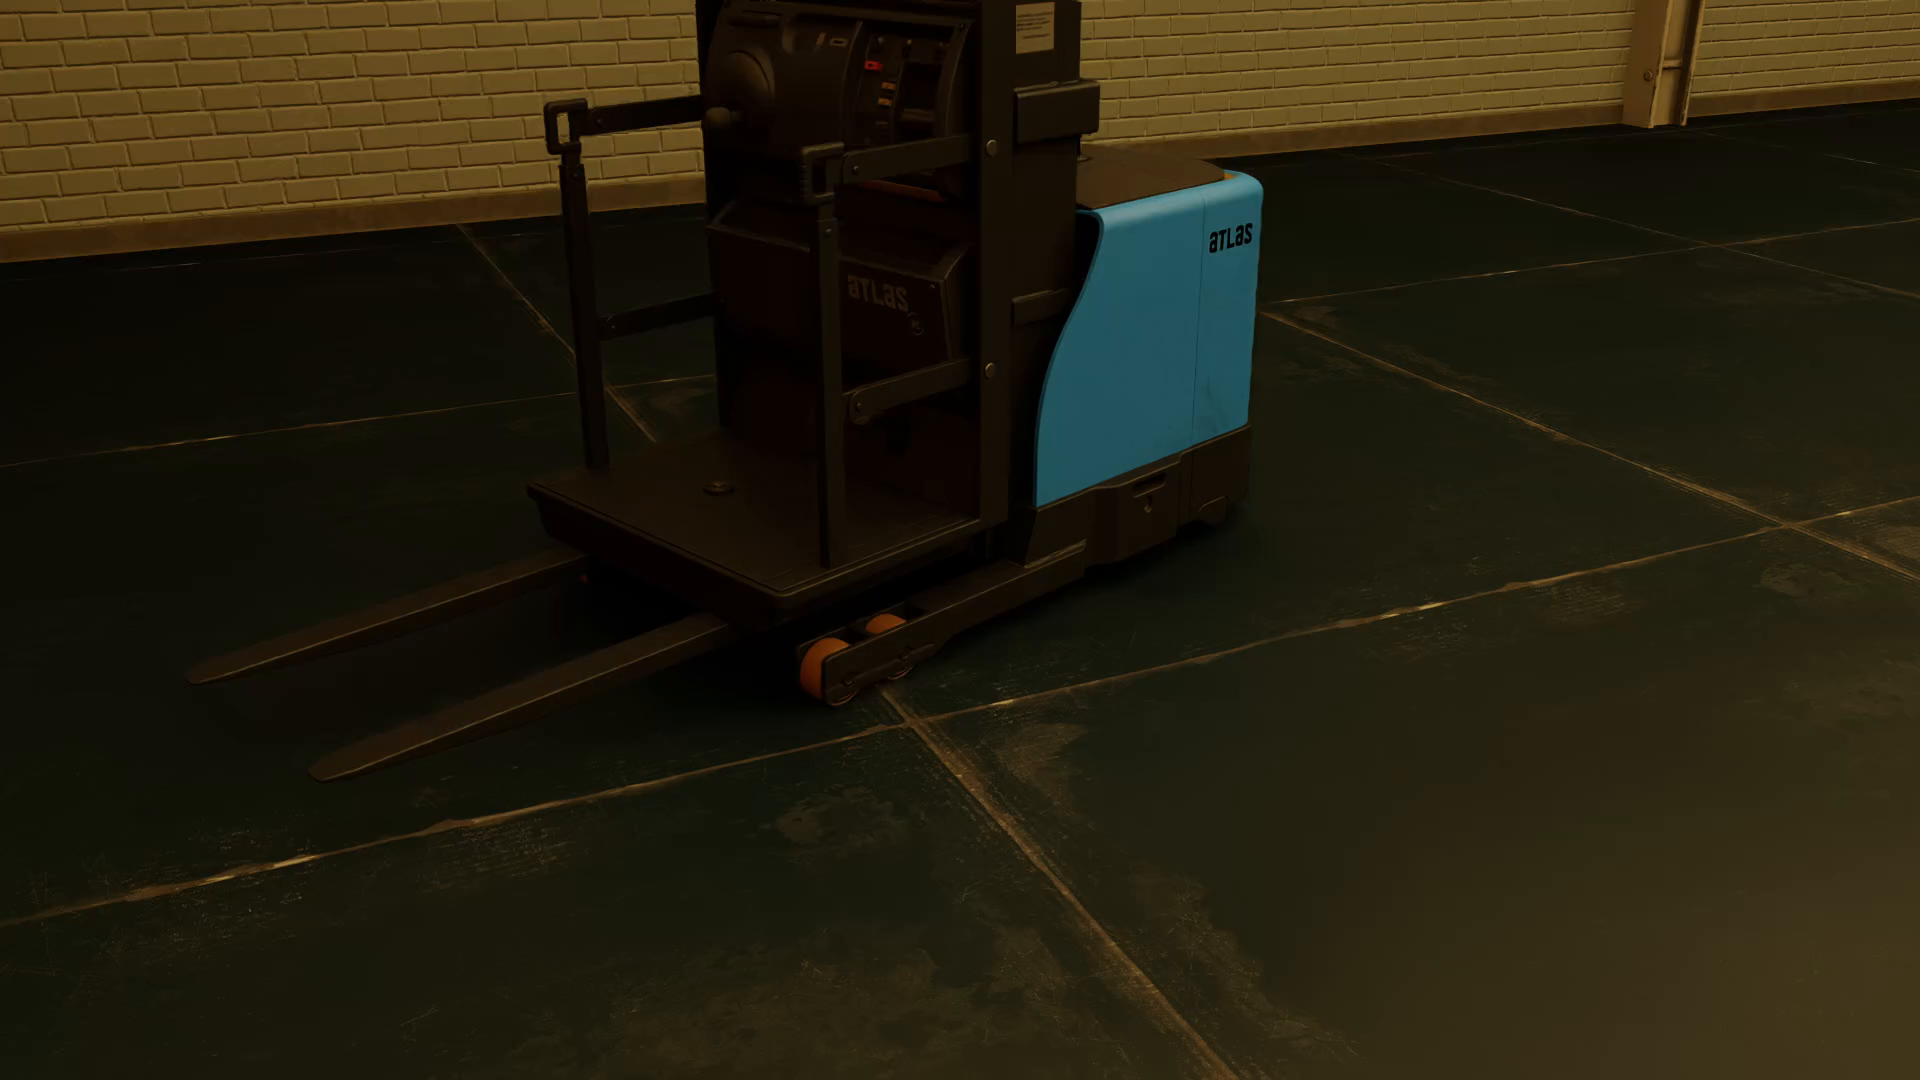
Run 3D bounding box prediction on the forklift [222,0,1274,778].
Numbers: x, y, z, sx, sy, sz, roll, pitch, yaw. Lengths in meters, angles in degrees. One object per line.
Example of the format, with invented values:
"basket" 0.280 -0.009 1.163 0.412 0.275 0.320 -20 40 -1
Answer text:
"forklift" -0.413 -1.182 4.131 1.130 2.935 3.031 19 29 39
